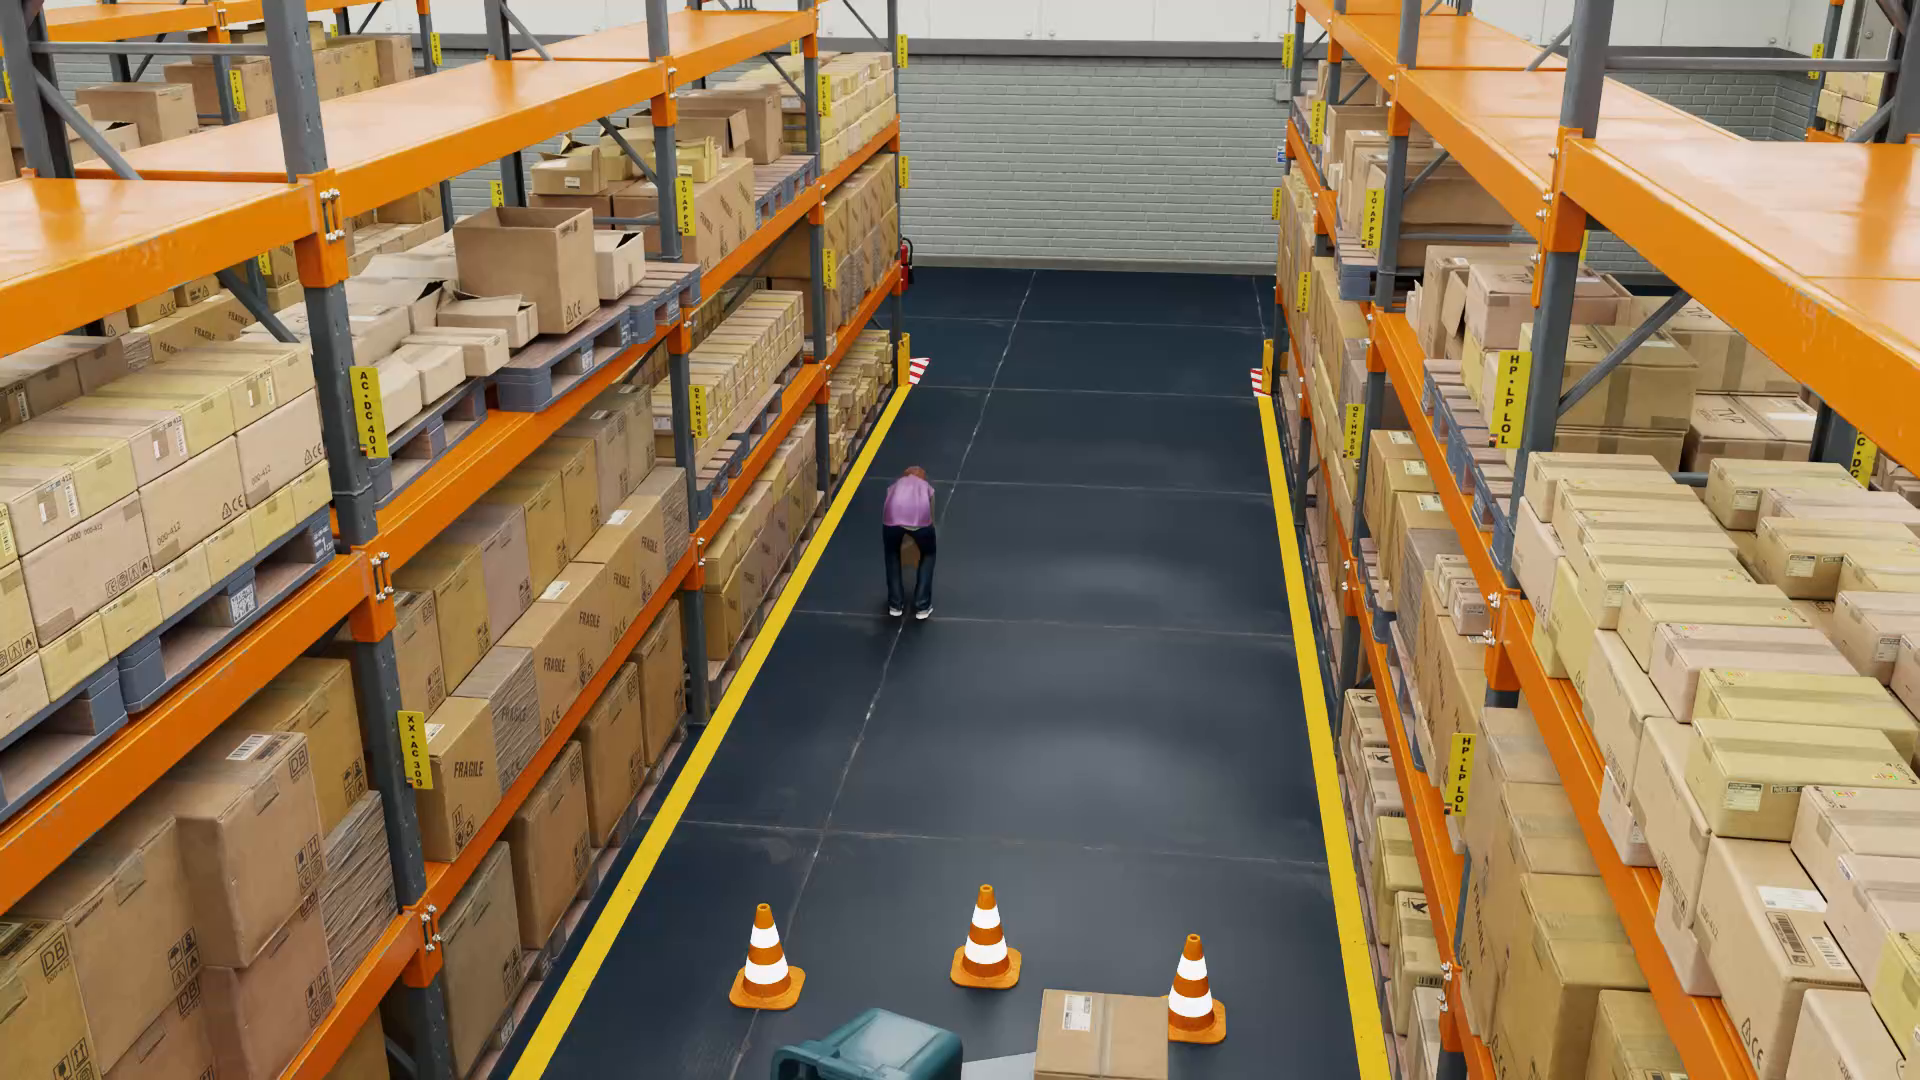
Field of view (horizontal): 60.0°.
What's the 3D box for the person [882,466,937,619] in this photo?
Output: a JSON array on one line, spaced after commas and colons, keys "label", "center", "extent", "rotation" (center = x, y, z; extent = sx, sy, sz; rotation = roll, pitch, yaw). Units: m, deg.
[{"label": "person", "center": [-0.354, 0.008, 12.269], "extent": [0.391, 1.001, 0.871], "rotation": [2, 22, 4]}]
